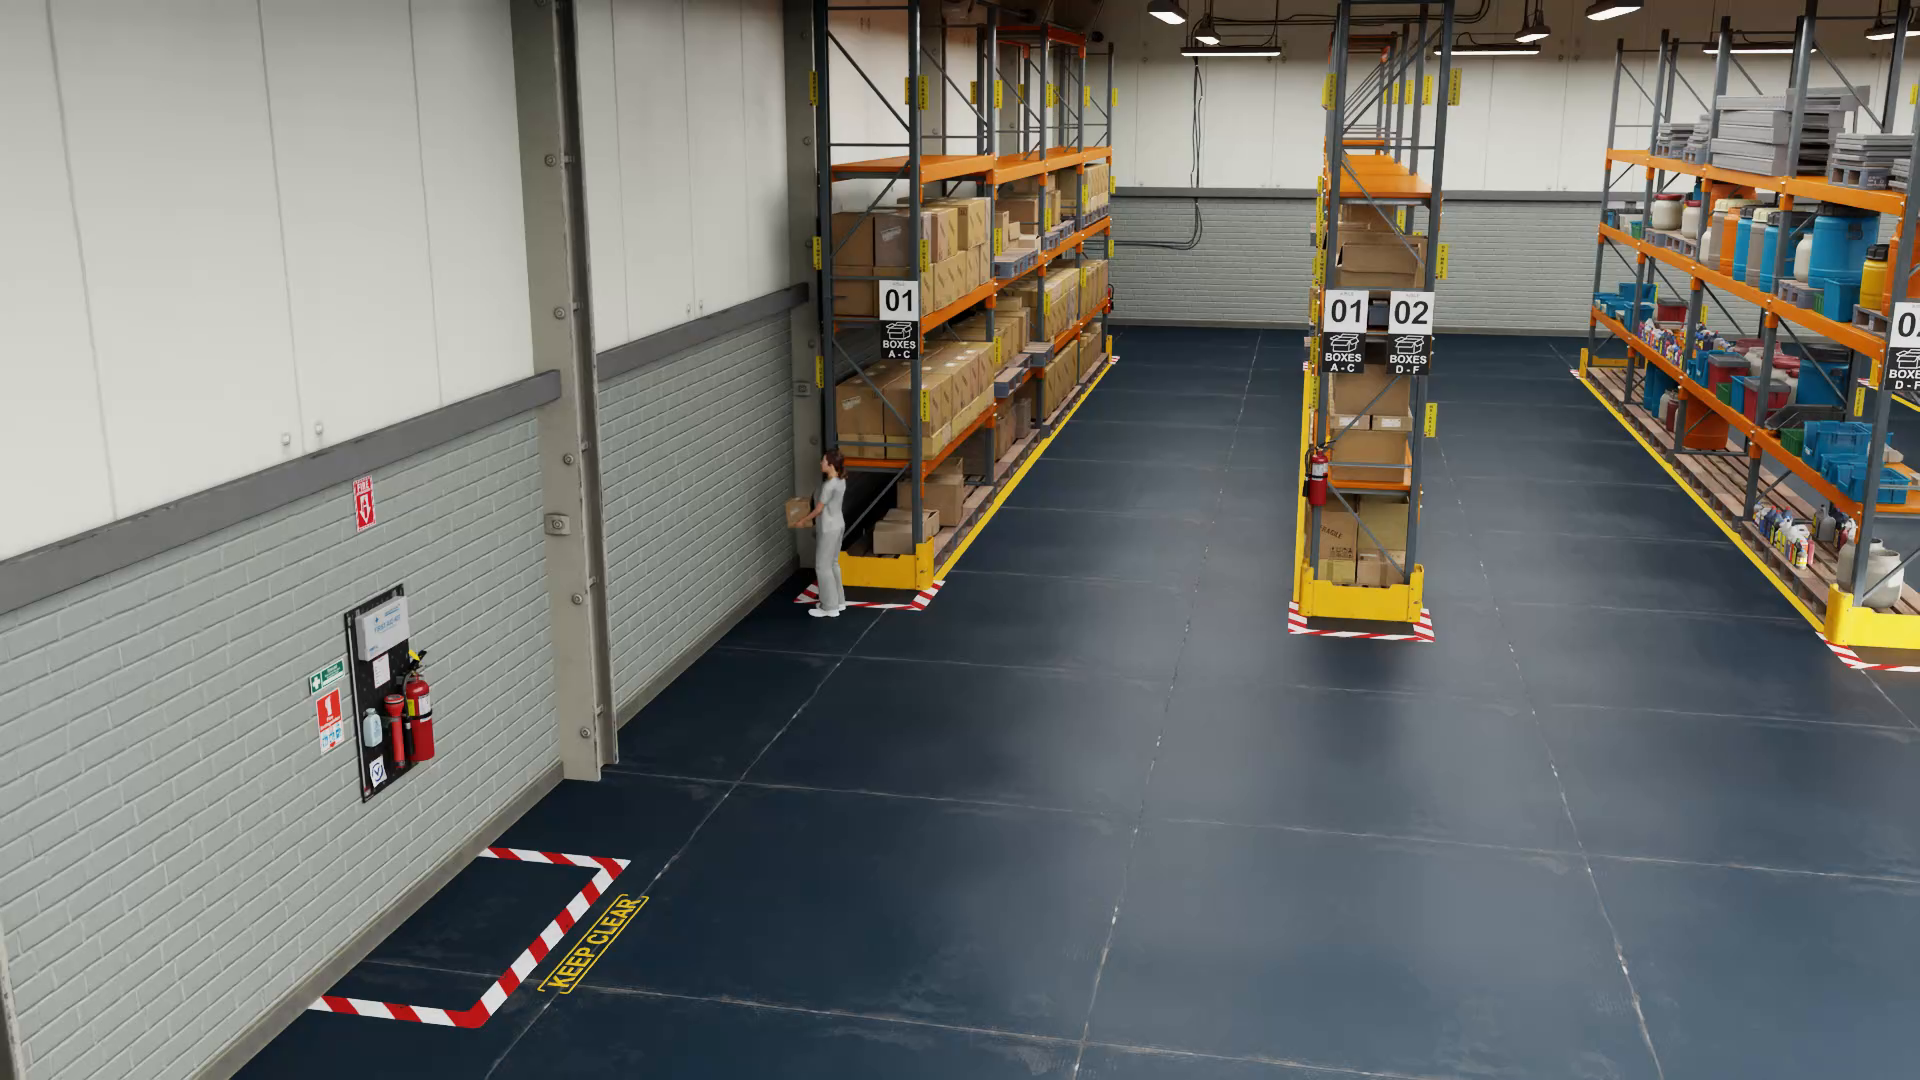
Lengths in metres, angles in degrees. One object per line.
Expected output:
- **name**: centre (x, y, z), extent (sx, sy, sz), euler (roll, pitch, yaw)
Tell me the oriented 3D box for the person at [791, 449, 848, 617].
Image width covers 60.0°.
- **person**: centre (-1.352, -0.083, 16.355), extent (0.560, 1.663, 0.436), euler (3, 15, 12)
